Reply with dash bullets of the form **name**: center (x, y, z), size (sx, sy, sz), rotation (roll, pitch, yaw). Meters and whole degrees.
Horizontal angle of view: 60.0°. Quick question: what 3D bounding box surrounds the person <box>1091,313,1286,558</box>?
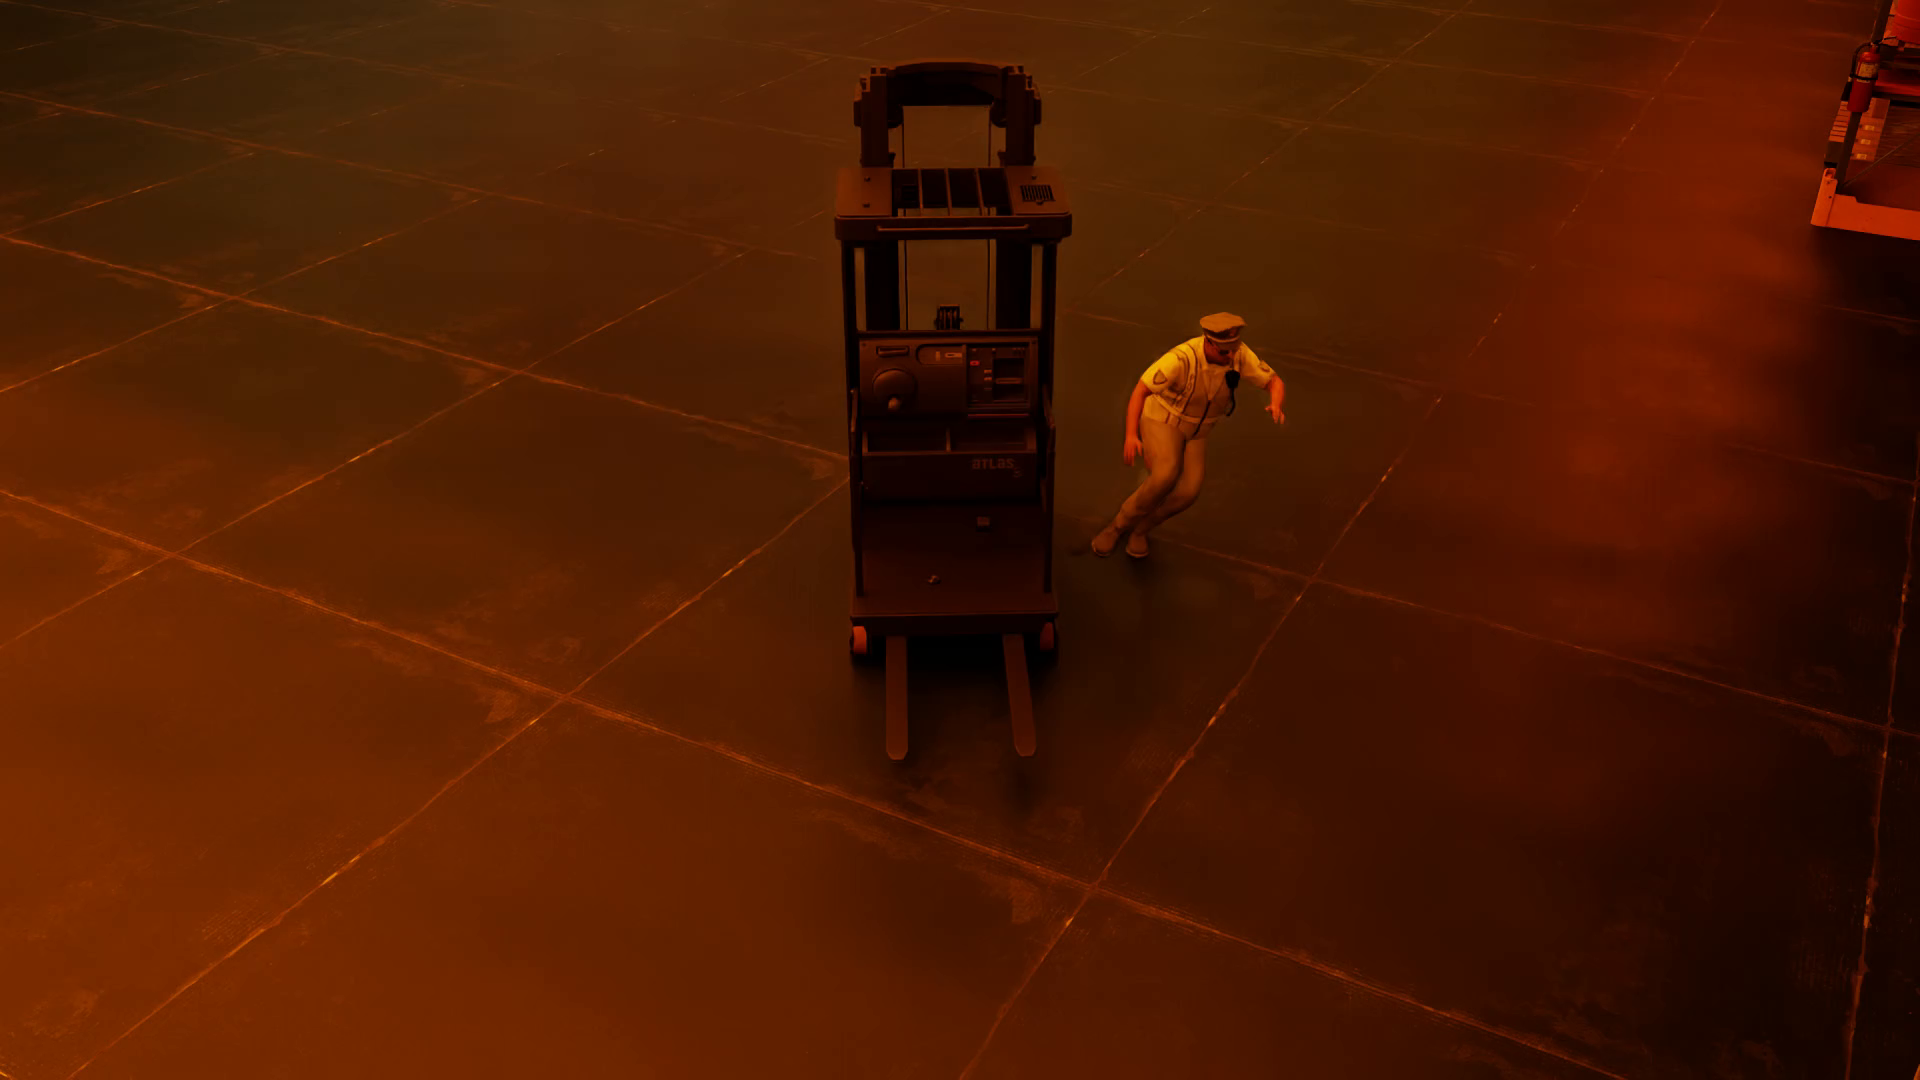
- **person**: center (1.294, -0.553, 9.475), size (1.080, 1.512, 0.953), rotation (-15, 33, -24)

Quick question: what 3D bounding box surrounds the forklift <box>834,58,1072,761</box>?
- **forklift**: center (-0.045, -0.811, 8.476), size (1.130, 2.935, 3.031), rotation (-1, 30, -2)
